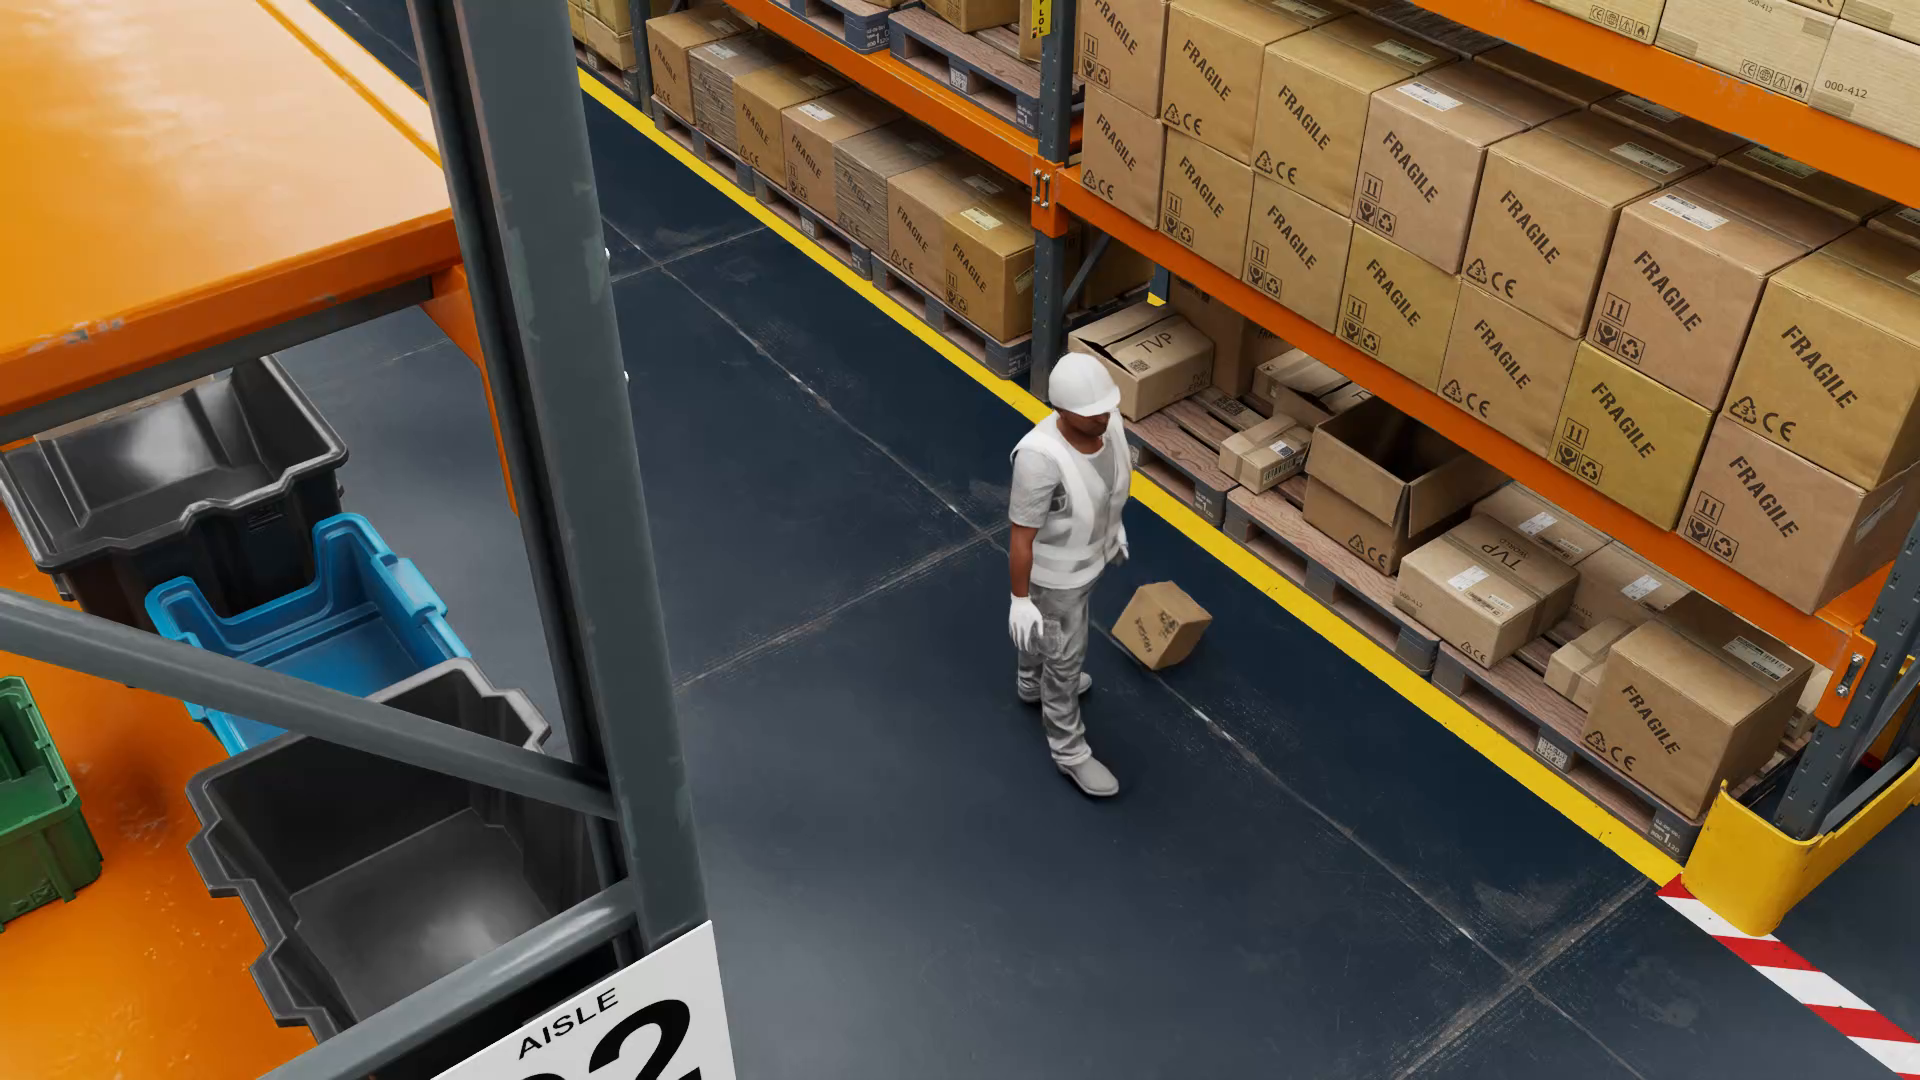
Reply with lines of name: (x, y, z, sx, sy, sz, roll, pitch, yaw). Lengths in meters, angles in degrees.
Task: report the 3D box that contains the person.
person: (0.418, 0.116, 5.983, 0.635, 1.785, 0.701, 23, 45, 25)
